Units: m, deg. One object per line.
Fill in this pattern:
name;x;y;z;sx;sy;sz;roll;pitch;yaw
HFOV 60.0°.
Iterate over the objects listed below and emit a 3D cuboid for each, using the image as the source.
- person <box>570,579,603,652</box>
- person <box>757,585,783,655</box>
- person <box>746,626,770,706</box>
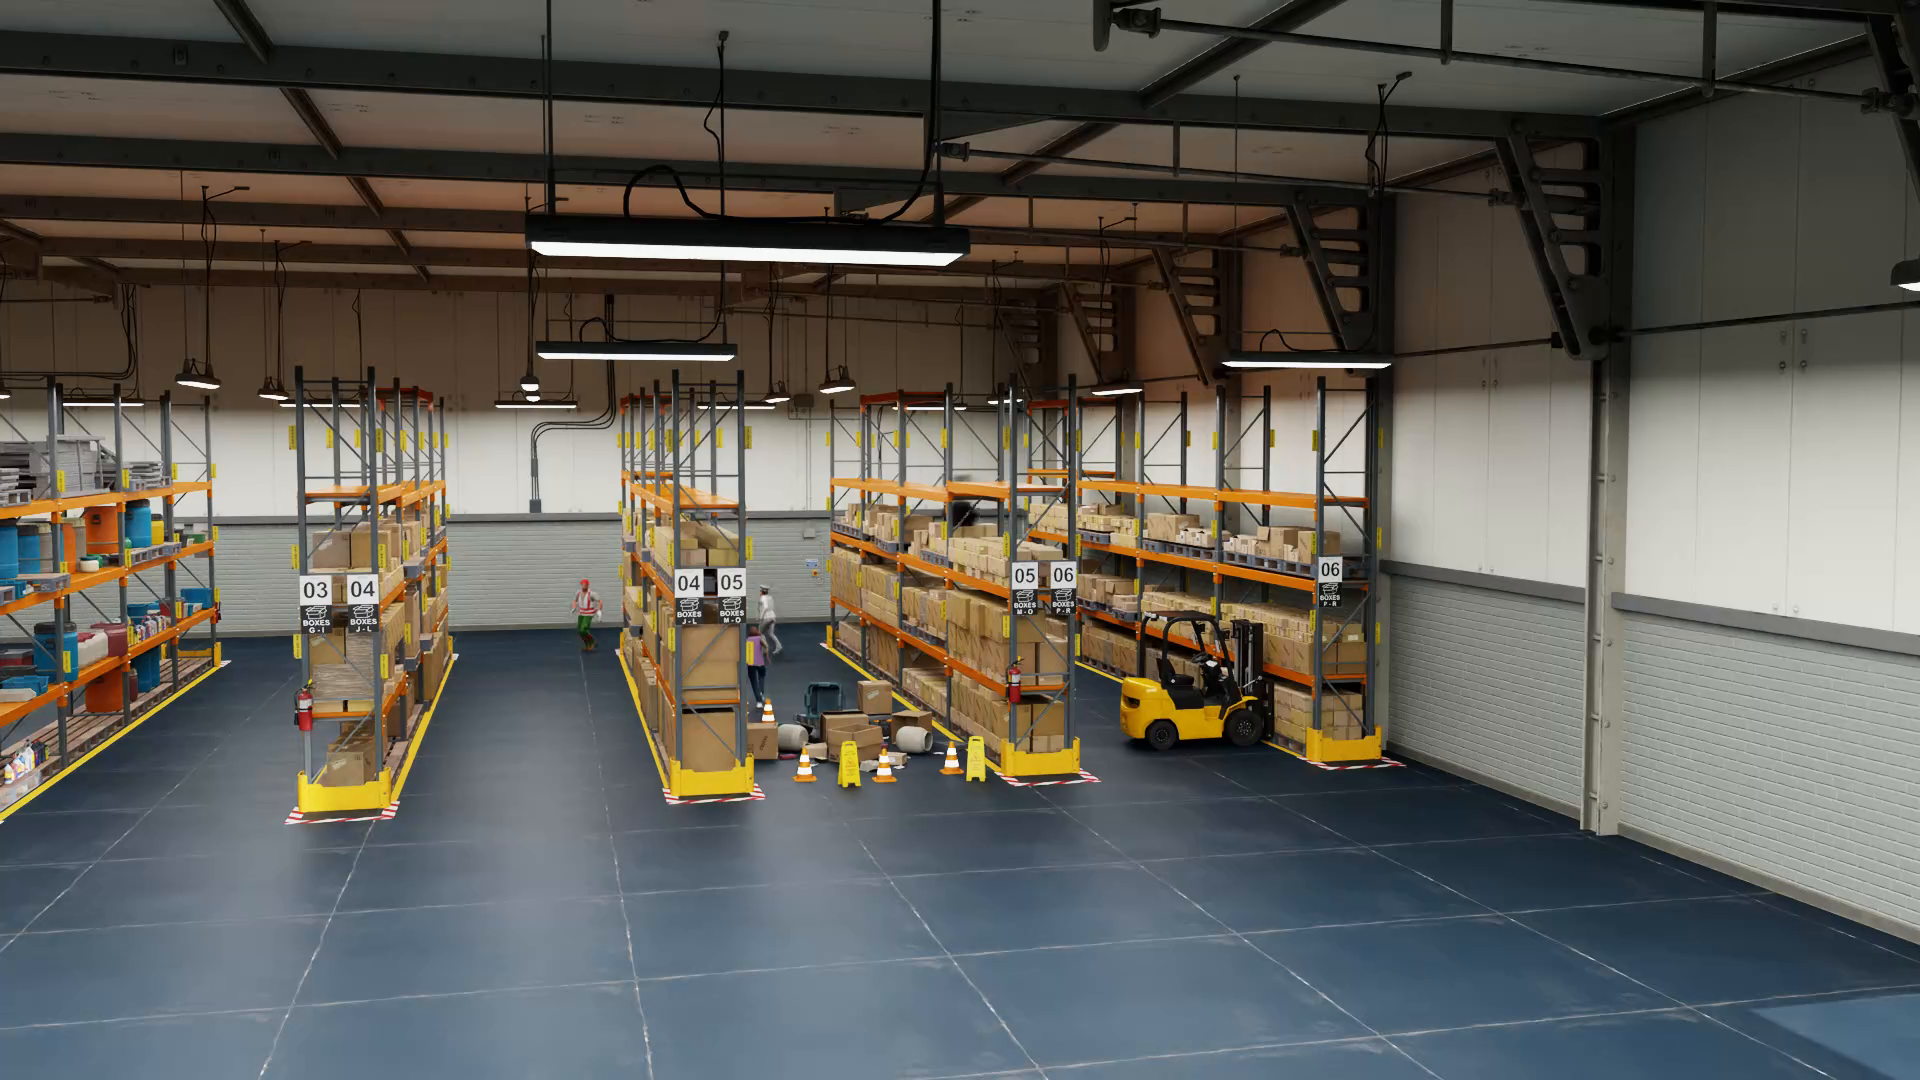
person;-8.851;1.788;39.376;0.739;1.748;0.620;2;4;30
person;-4.384;1.879;38.568;0.792;1.664;0.584;2;4;35
person;-3.876;2.383;31.553;0.543;1.458;0.873;-1;3;-10
